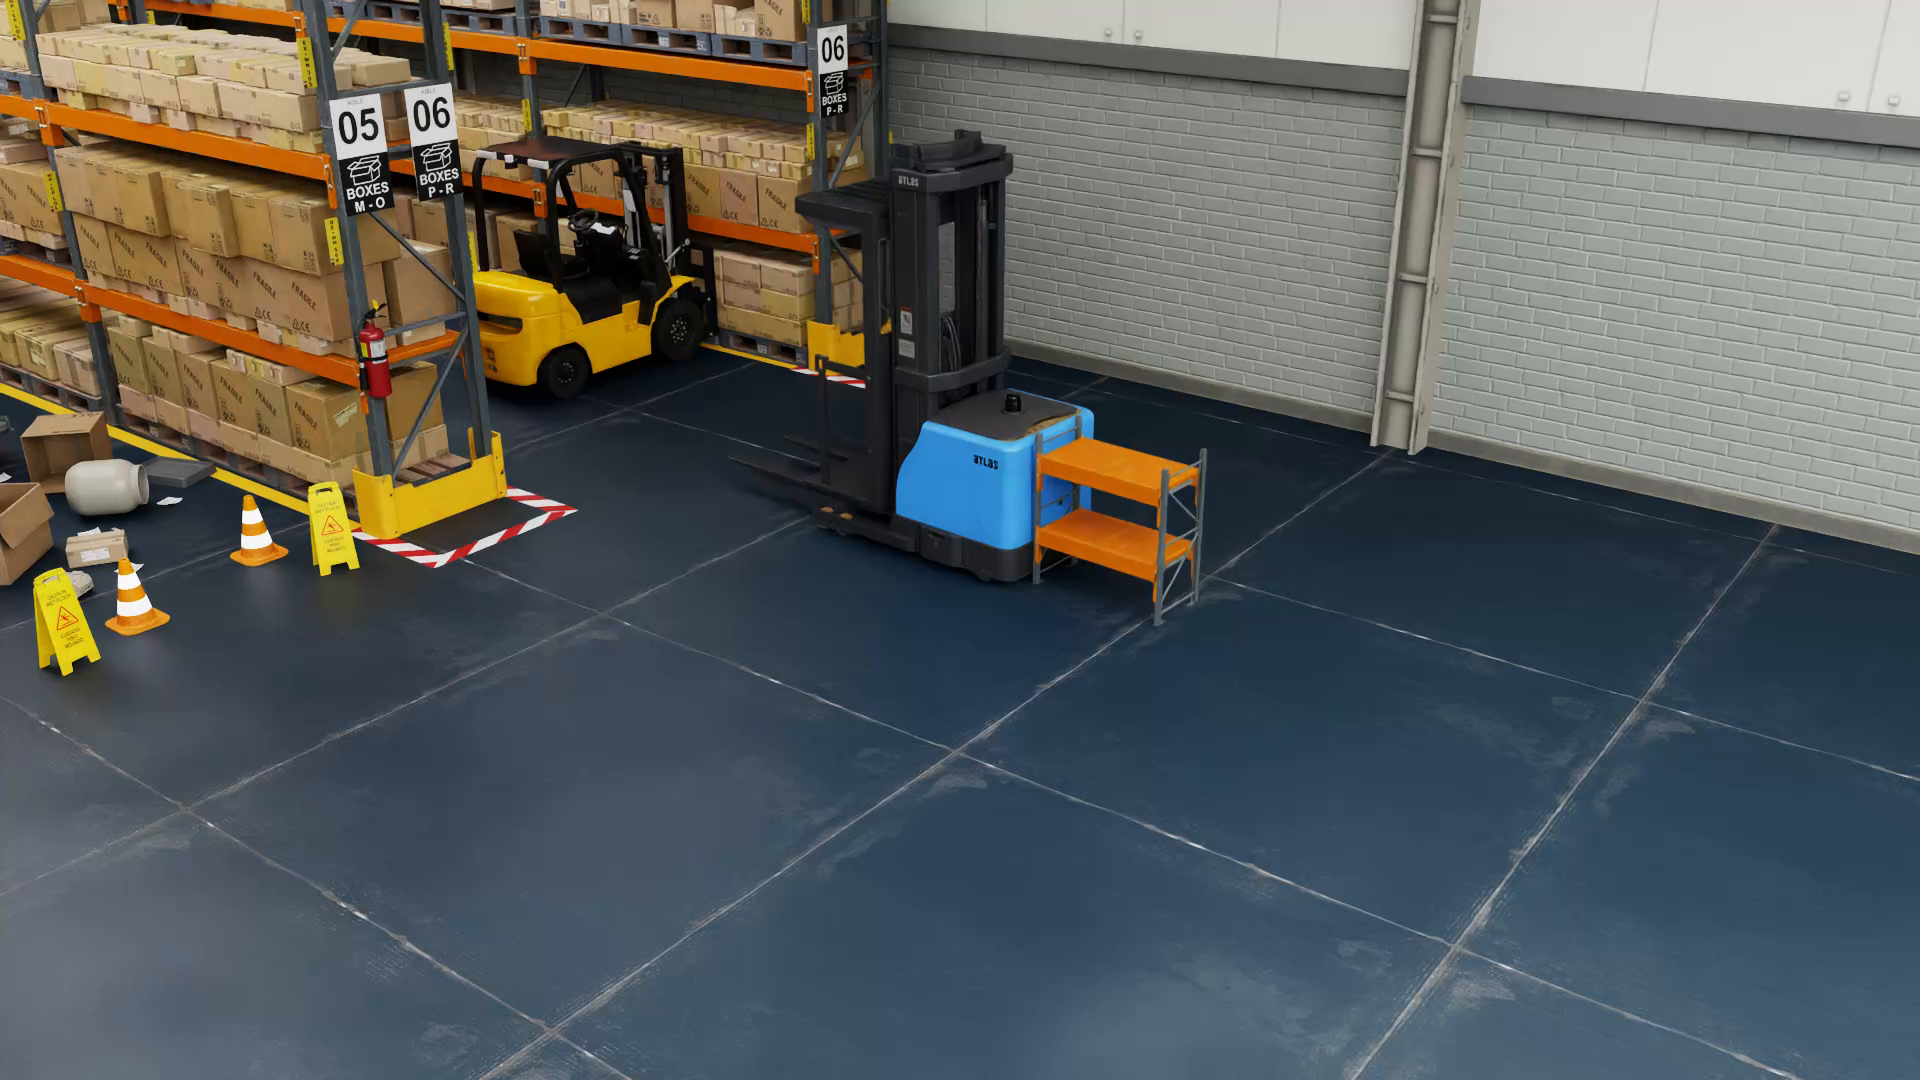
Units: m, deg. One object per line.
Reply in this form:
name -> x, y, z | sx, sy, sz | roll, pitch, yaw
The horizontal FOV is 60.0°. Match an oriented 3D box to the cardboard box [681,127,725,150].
cardboard box -> -2.521, -3.951, 16.350 | 0.250, 0.149, 0.380 | 17, 29, 34

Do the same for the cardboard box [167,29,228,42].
cardboard box -> -6.122, -4.008, 13.380 | 0.250, 0.149, 0.380 | 18, 29, 35

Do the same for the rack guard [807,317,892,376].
rack guard -> -1.007, -2.027, 16.382 | 0.348, 0.500, 1.175 | 17, 29, 33

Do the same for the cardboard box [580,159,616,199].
cardboard box -> -3.602, -3.878, 17.358 | 0.500, 0.500, 0.500 | 17, 29, 34

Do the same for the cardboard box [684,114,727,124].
cardboard box -> -2.601, -4.252, 17.033 | 0.250, 0.149, 0.380 | 18, 29, 35

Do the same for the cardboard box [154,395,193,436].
cardboard box -> -6.457, -1.121, 14.113 | 0.500, 0.250, 0.500 | 19, 30, 36

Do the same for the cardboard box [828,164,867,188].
cardboard box -> -1.256, -3.432, 16.346 | 0.500, 0.500, 0.500 | 18, 29, 35

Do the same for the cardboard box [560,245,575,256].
cardboard box -> -4.025, -3.090, 17.964 | 0.500, 0.250, 0.500 | 17, 29, 33

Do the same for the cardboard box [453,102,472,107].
cardboard box -> -5.674, -4.797, 18.640 | 0.250, 0.149, 0.380 | 17, 29, 34

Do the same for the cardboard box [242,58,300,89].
cardboard box -> -4.847, -3.314, 11.805 | 0.250, 0.149, 0.380 | 16, 29, 33

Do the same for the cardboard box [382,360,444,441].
cardboard box -> -4.500, -1.142, 13.231 | 0.500, 0.500, 0.500 | 16, 28, 32

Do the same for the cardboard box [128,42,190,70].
cardboard box -> -6.070, -3.686, 12.648 | 0.250, 0.149, 0.380 | 16, 29, 33

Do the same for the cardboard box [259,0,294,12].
cardboard box -> -7.984, -6.461, 19.811 | 0.500, 0.250, 0.500 | 16, 28, 32

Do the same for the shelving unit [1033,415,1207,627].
shelving unit -> 1.072, -0.145, 11.334 | 1.048, 1.125, 0.538 | 18, 30, 36

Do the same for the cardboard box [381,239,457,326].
cardboard box -> -4.213, -1.961, 12.637 | 0.500, 0.500, 0.500 | 16, 29, 33

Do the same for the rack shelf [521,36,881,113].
rack shelf -> -2.627, -4.704, 16.529 | 4.000, 0.370, 1.077 | 17, 29, 33

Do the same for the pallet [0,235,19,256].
pallet -> -8.794, -2.956, 15.627 | 1.213, 0.211, 1.003 | 17, 29, 33

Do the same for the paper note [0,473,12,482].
paper note -> -7.800, -0.505, 13.508 | 0.142, 0.019, 0.148 | 17, 29, 33

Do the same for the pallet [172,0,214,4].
pallet -> -9.317, -6.935, 20.934 | 1.003, 0.211, 1.213 | 17, 29, 33

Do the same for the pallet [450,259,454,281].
pallet -> -5.821, -3.329, 19.694 | 1.213, 0.211, 1.003 | 17, 29, 33

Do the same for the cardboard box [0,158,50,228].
cardboard box -> -8.106, -3.073, 14.642 | 0.500, 0.500, 0.500 | 17, 29, 34

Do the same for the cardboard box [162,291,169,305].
cardboard box -> -6.268, -2.023, 13.584 | 0.250, 0.149, 0.380 | 17, 29, 33

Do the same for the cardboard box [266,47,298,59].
cardboard box -> -4.949, -3.599, 12.451 | 0.250, 0.149, 0.380 | 17, 29, 33

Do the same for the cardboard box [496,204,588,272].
cardboard box -> -4.652, -3.372, 18.759 | 0.625, 0.625, 0.875 | 18, 30, 36

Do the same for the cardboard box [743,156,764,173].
cardboard box -> -1.865, -3.648, 16.031 | 0.250, 0.149, 0.380 | 17, 29, 34

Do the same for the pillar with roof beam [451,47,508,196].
pillar with roof beam -> -8.426, -6.443, 15.864 | 0.400, 9.000, 9.100 | 17, 29, 33

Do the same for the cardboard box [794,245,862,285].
cardboard box -> -1.298, -2.746, 16.562 | 0.500, 0.250, 0.500 | 16, 29, 33

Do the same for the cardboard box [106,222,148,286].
cardboard box -> -6.601, -2.414, 13.666 | 0.500, 0.500, 0.500 | 17, 29, 33

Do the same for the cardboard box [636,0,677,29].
cardboard box -> -2.732, -5.297, 16.210 | 0.637, 0.503, 0.797 | 18, 29, 35

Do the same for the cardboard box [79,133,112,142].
cardboard box -> -12.373, -5.537, 23.826 | 0.500, 0.500, 0.500 | 17, 29, 34

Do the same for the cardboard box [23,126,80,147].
cardboard box -> -8.297, -3.670, 15.192 | 0.250, 0.149, 0.380 | 19, 30, 36

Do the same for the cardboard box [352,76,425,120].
cardboard box -> -4.243, -3.222, 12.091 | 0.500, 0.250, 0.500 | 16, 29, 32

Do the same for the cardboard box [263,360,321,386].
cardboard box -> -5.132, -1.325, 12.843 | 0.250, 0.149, 0.380 | 18, 29, 35

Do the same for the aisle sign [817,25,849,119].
aisle sign -> -1.150, -4.256, 15.116 | 0.004, 0.787, 0.394 | 17, 29, 33

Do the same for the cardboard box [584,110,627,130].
cardboard box -> -3.677, -4.357, 17.273 | 0.250, 0.149, 0.380 | 16, 29, 32

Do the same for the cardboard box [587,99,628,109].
cardboard box -> -3.791, -4.643, 17.922 | 0.250, 0.149, 0.380 | 17, 29, 33

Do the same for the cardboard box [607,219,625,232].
cardboard box -> -3.625, -3.191, 17.571 | 0.500, 0.250, 0.500 | 17, 29, 33

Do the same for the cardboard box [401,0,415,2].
cardboard box -> -5.907, -5.994, 18.232 | 0.250, 0.149, 0.380 | 16, 29, 33

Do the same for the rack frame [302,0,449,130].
rack frame -> -4.001, -4.320, 11.045 | 0.127, 3.000, 1.000 | 17, 29, 33

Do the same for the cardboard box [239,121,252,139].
cardboard box -> -5.028, -3.036, 12.162 | 0.250, 0.149, 0.380 | 17, 29, 34

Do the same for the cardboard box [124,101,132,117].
cardboard box -> -6.275, -3.398, 12.984 | 0.250, 0.149, 0.380 | 16, 28, 32

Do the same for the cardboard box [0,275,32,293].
cardboard box -> -9.956, -2.359, 16.773 | 0.625, 0.372, 0.950 | 15, 28, 30

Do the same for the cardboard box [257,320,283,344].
cardboard box -> -5.114, -1.628, 12.687 | 0.250, 0.149, 0.380 | 17, 29, 34

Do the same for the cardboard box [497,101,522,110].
cardboard box -> -4.979, -4.839, 18.734 | 0.250, 0.149, 0.380 | 16, 29, 33

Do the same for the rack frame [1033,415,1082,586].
rack frame -> 0.681, -0.276, 11.631 | 0.032, 1.125, 0.500 | 18, 30, 36

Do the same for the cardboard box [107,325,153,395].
cardboard box -> -6.891, -1.589, 14.247 | 0.500, 0.500, 0.500 | 18, 30, 36

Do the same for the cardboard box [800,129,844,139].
cardboard box -> -1.342, -3.890, 16.213 | 0.250, 0.149, 0.380 | 18, 29, 35

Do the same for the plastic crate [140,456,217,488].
plastic crate -> -6.437, -0.562, 13.576 | 0.583, 0.080, 0.402 | 7, 25, 15

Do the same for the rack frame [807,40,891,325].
rack frame -> -1.027, -3.177, 15.891 | 0.127, 3.000, 1.000 | 17, 29, 33

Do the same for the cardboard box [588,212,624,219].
cardboard box -> -3.718, -3.479, 18.226 | 0.500, 0.250, 0.500 | 17, 29, 34

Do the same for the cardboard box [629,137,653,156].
cardboard box -> -3.123, -4.006, 16.844 | 0.250, 0.149, 0.380 | 16, 28, 32

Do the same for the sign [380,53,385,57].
sign -> -7.098, -5.821, 20.457 | 0.005, 0.325, 0.100 | 17, 29, 33

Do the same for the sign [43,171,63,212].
sign -> -7.531, -2.892, 13.808 | 0.005, 0.325, 0.100 | 17, 29, 33

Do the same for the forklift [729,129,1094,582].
forklift -> -0.485, -1.520, 12.214 | 3.031, 2.935, 1.130 | 18, 30, 36

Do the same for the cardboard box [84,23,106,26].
cardboard box -> -7.835, -4.431, 14.682 | 0.500, 0.250, 0.500 | 16, 29, 33

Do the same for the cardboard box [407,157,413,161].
cardboard box -> -5.990, -4.485, 19.046 | 0.500, 0.250, 0.500 | 18, 29, 35

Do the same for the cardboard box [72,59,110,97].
cardboard box -> -6.595, -3.666, 13.097 | 0.500, 0.250, 0.500 | 17, 29, 33

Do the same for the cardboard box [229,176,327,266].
cardboard box -> -4.941, -2.392, 12.376 | 0.500, 0.500, 0.700 | 17, 29, 34
